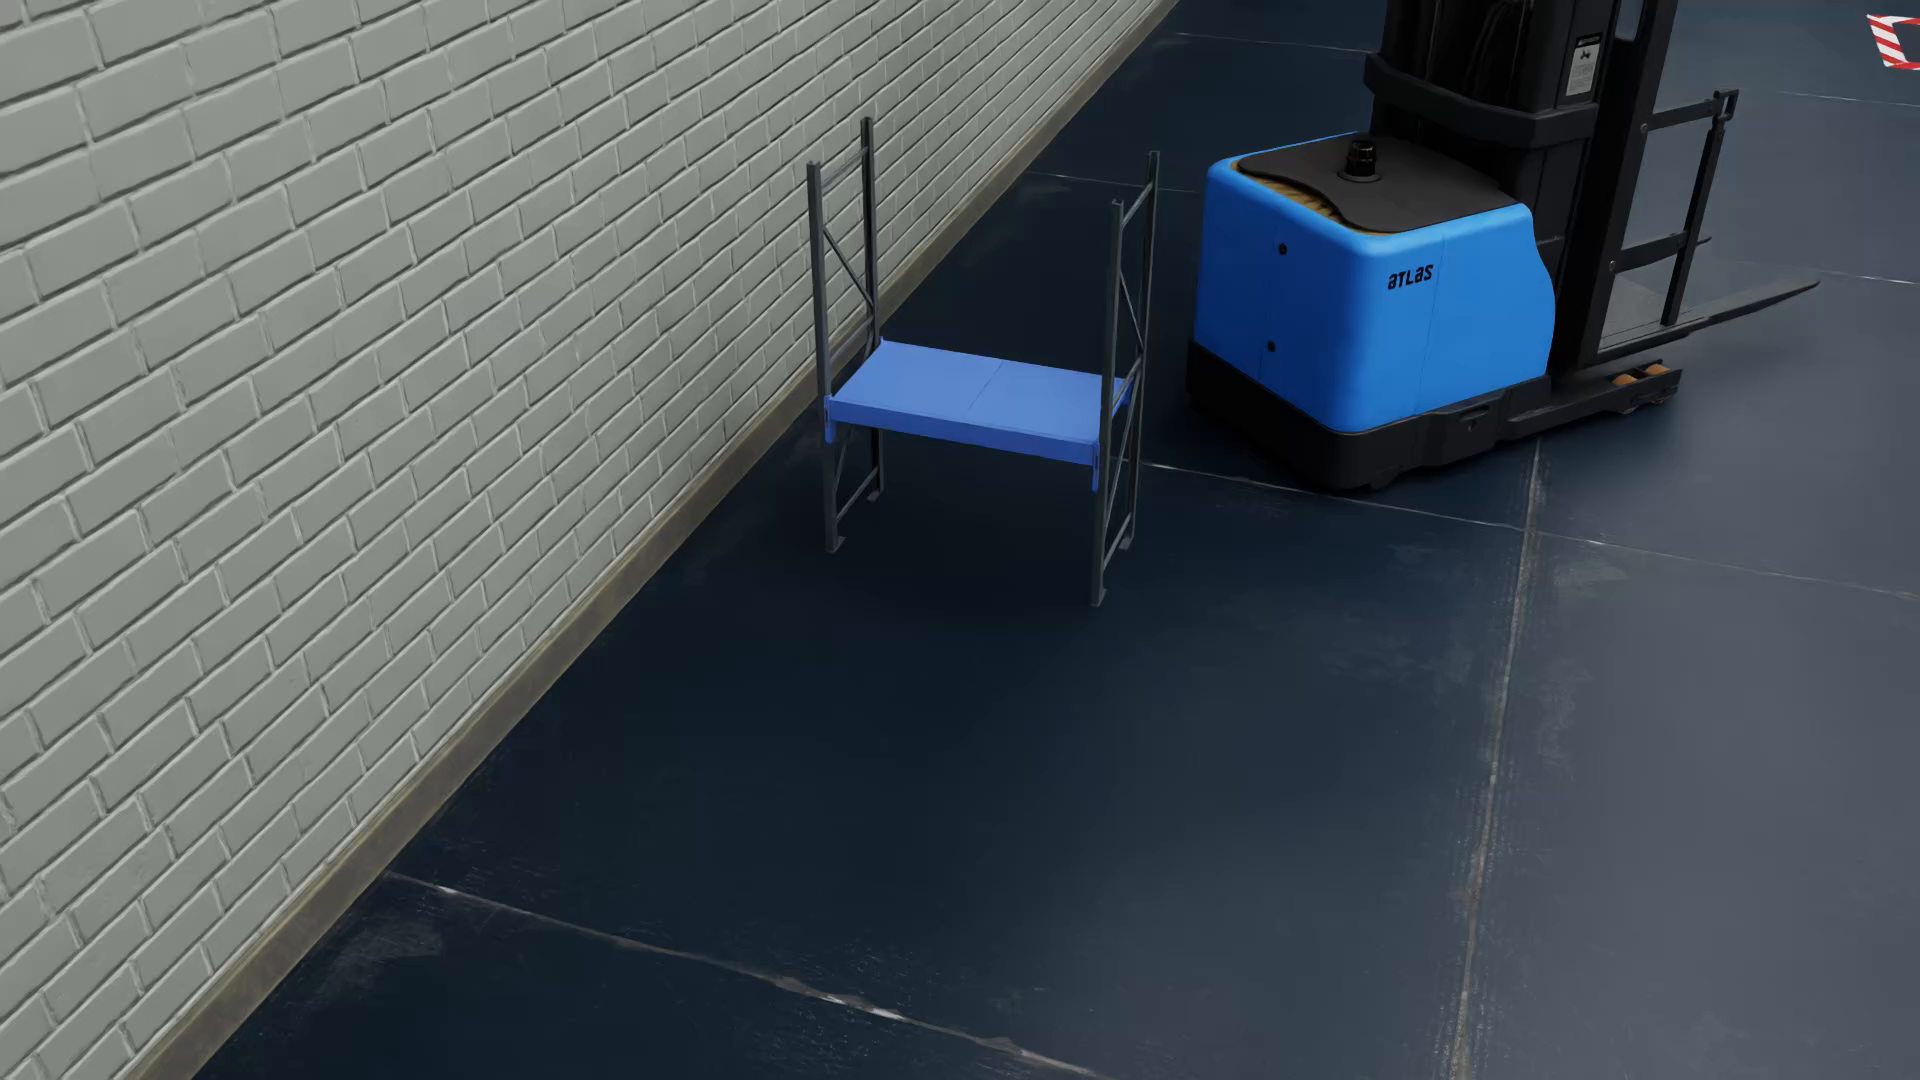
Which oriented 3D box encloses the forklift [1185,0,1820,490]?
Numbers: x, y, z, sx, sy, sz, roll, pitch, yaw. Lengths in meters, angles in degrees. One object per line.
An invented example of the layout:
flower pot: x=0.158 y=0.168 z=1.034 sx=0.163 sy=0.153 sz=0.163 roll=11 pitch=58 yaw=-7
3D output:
forklift: x=2.503 y=-1.998 z=6.642 sx=3.031 sy=2.935 sz=1.130 roll=-17 pitch=37 yaw=-24

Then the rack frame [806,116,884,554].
rack frame: x=-0.398 y=-0.708 z=5.963 sx=0.032 sy=1.500 sz=0.500 roll=11 pitch=34 yaw=16

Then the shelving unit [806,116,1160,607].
shelving unit: x=0.080 y=-0.614 z=5.819 sx=1.048 sy=1.500 sz=0.538 roll=11 pitch=34 yaw=16

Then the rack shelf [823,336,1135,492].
rack shelf: x=0.080 y=-0.463 z=5.917 sx=1.000 sy=0.185 sz=0.538 roll=11 pitch=34 yaw=16

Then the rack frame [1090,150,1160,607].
rack frame: x=0.559 y=-0.521 z=5.675 sx=0.032 sy=1.500 sz=0.500 roll=11 pitch=34 yaw=16
